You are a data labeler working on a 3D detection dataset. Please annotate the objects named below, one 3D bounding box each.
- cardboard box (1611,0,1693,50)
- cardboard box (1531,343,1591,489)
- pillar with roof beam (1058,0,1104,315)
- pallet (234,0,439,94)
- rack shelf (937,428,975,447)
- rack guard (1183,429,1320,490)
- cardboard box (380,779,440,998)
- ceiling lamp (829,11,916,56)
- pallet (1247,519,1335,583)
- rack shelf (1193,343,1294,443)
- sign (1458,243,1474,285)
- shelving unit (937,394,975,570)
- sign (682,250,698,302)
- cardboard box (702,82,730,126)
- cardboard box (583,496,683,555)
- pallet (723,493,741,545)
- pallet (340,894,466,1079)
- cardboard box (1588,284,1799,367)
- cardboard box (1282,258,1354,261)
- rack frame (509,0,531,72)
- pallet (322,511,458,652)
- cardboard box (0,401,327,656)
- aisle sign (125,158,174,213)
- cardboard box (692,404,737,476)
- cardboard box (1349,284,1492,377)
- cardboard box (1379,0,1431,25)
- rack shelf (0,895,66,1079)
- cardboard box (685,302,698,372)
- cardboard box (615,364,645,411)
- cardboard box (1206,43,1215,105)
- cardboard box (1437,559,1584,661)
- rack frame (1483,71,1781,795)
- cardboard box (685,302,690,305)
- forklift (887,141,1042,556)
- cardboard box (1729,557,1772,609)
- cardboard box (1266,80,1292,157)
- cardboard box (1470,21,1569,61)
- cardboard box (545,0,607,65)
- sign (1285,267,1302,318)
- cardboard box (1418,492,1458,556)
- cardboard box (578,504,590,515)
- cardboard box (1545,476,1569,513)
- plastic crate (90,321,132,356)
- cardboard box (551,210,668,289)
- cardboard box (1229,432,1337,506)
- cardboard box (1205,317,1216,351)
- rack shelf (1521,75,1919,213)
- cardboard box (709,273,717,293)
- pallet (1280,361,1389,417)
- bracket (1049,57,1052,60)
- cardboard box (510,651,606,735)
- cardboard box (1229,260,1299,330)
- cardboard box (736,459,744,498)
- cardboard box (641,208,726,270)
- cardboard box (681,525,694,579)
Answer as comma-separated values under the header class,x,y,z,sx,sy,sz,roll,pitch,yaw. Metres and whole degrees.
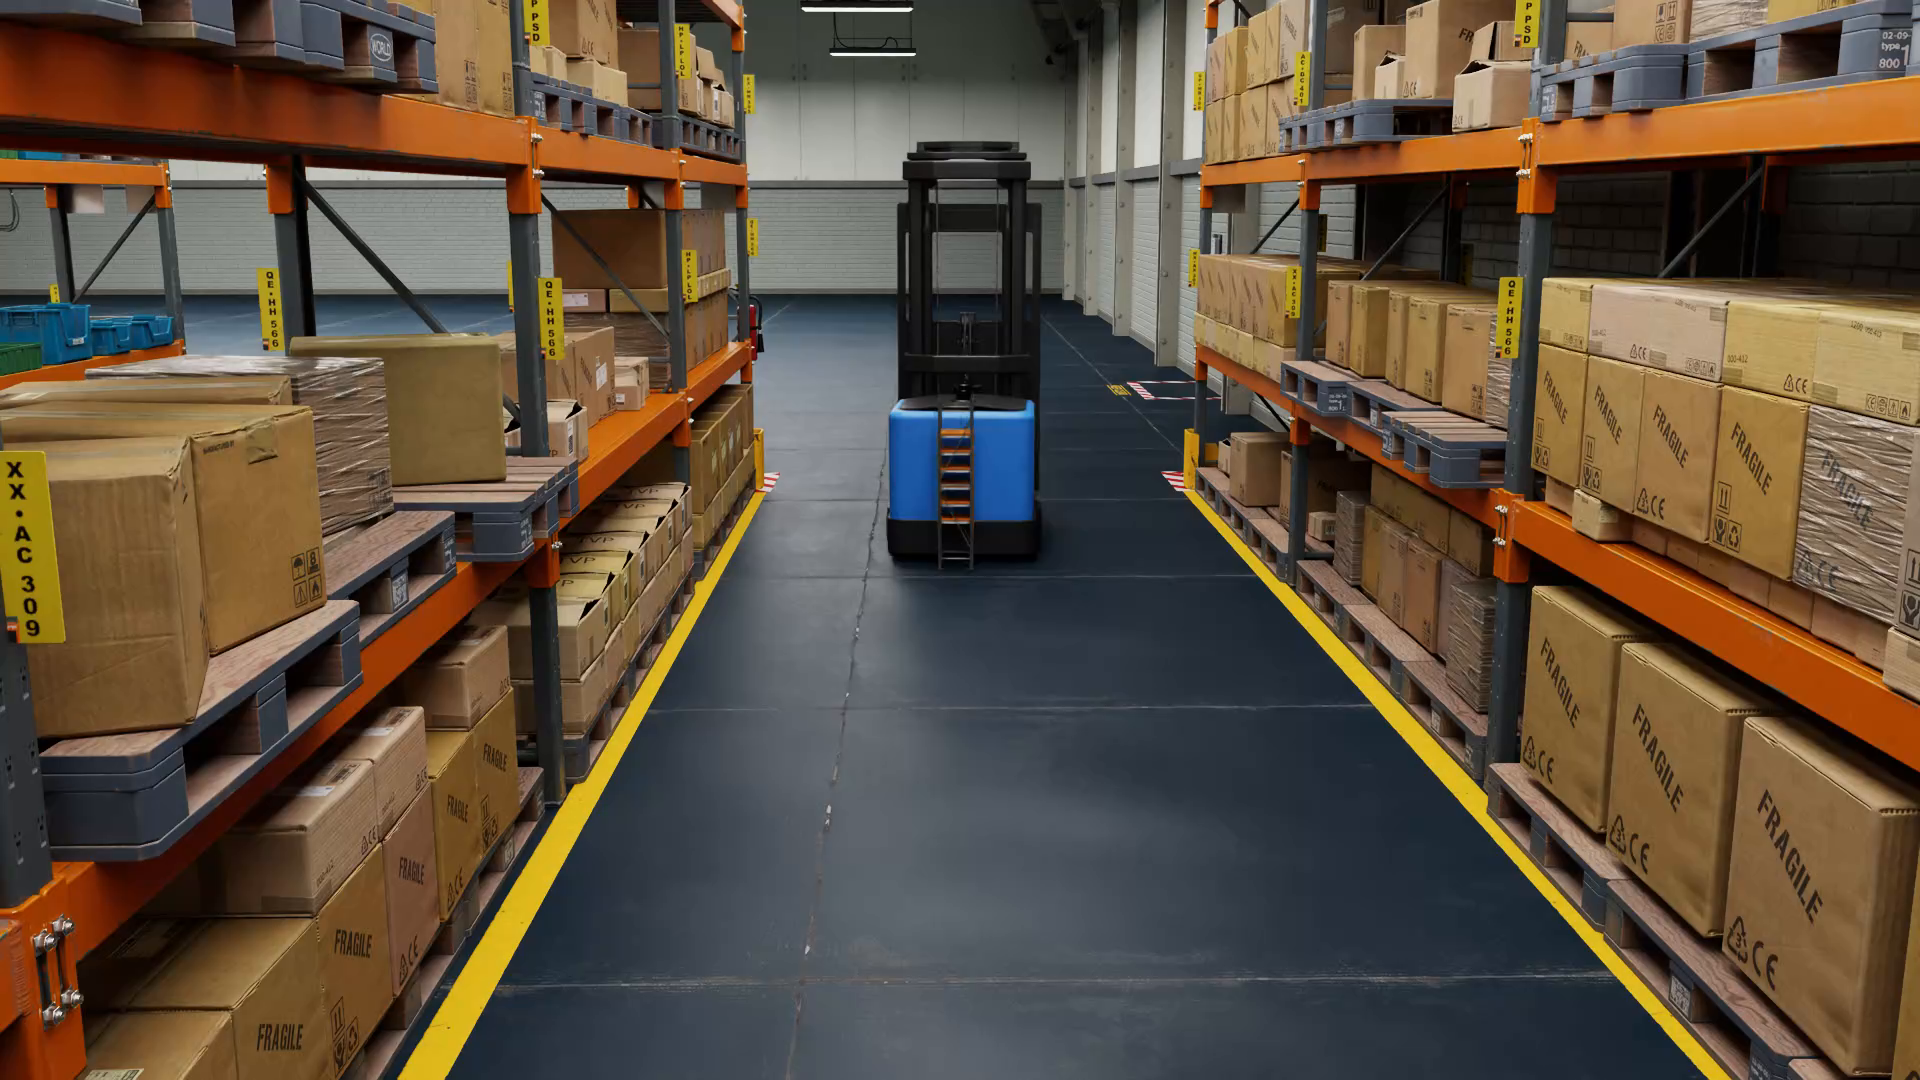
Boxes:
class,x,y,z,sx,sy,sz,roll,pitch,yaw
cardboard box,2.836,-2.015,6.045,0.700,0.500,0.500,-1,12,-6
cardboard box,2.523,-0.482,6.339,0.500,0.500,0.500,0,11,1
pillar with roof beam,-1.317,-9.523,36.864,9.100,9.000,0.548,0,11,-1
pallet,-2.069,-1.272,4.215,1.213,0.211,1.003,0,11,-1
rack shelf,-0.028,-0.704,11.407,0.258,0.103,0.180,0,14,1
rack guard,2.605,-0.725,14.874,1.175,0.500,0.348,0,11,-1
cardboard box,-1.902,1.048,5.030,0.500,0.500,0.500,-1,11,-3
ceiling lamp,-2.017,-12.805,38.363,2.000,3.185,0.800,0,11,-1
pallet,2.637,0.063,11.716,1.003,0.211,1.213,0,11,-1
rack shelf,2.645,-1.215,12.812,1.077,0.370,4.000,0,11,-1
sign,3.241,-1.740,10.681,0.100,0.325,0.005,0,11,-1
shelving unit,-0.028,-0.398,11.483,0.258,1.200,0.189,0,14,1
sign,-1.724,-1.682,10.590,0.100,0.325,0.005,0,11,-1
cardboard box,-2.050,-3.306,12.583,0.500,0.311,0.500,1,12,6
cardboard box,-1.954,-0.099,9.952,0.500,0.311,0.500,0,11,0
pallet,-2.269,-0.184,12.933,1.003,0.211,1.213,0,11,-1
pallet,-2.184,1.404,5.110,1.003,0.211,1.213,0,11,-1
cardboard box,2.532,-0.749,5.769,0.500,0.250,0.500,0,11,-2
cardboard box,2.841,-1.973,13.181,0.500,0.500,0.500,-1,11,-3
rack frame,-2.184,-3.294,6.161,1.000,3.000,0.127,0,11,-1
pallet,-2.139,0.127,4.871,1.003,0.211,1.213,0,11,-1
cardboard box,-1.965,-0.045,3.928,0.700,0.500,0.500,2,12,8
aisle sign,-7.006,-3.214,14.318,0.394,0.787,0.004,0,11,-1
cardboard box,-1.996,-0.766,12.764,0.500,0.500,0.500,0,11,-1
cardboard box,2.667,-1.222,9.680,0.700,0.500,0.500,1,12,5
cardboard box,2.962,-3.287,10.857,0.500,0.500,0.500,0,11,0
rack shelf,-2.060,1.192,0.950,1.077,0.370,4.000,0,11,-1
cardboard box,-2.306,-1.490,12.110,0.700,0.500,0.500,0,11,0
cardboard box,-2.065,-0.909,9.833,0.396,0.266,0.258,-1,11,-3
cardboard box,2.369,-3.906,13.908,0.500,0.500,0.500,-1,12,-5
cardboard box,2.807,0.389,8.278,0.700,0.500,0.500,0,11,-1
rack frame,2.769,-0.375,6.862,1.000,3.000,0.127,0,11,-1
cardboard box,-2.098,-1.723,11.625,0.380,0.149,0.250,0,11,-2
forklift,0.084,-1.568,12.914,1.130,2.935,3.031,1,11,3
cardboard box,2.587,0.110,5.055,0.380,0.149,0.250,0,11,-1
cardboard box,2.431,-2.899,11.456,0.500,0.500,0.500,-1,12,-6
cardboard box,2.835,-2.163,7.823,0.797,0.503,0.637,1,12,7
cardboard box,-2.258,-2.883,9.115,0.500,0.500,0.500,1,12,4
sign,2.144,-1.590,10.676,0.100,0.325,0.005,0,11,-1
cardboard box,2.737,-0.091,8.760,0.500,0.250,0.500,0,11,-1
cardboard box,-2.502,-0.099,9.952,0.500,0.311,0.500,0,11,-2
cardboard box,2.544,-0.195,6.557,0.380,0.149,0.250,0,11,-2
plastic crate,-6.984,-1.624,13.394,0.499,0.251,0.408,0,11,-1
cardboard box,-2.282,-1.922,10.973,0.700,0.500,0.500,0,11,-1
cardboard box,2.505,-0.558,12.947,0.700,0.500,0.500,-1,12,-5
cardboard box,2.321,-1.700,13.720,0.500,0.250,0.500,-1,11,-3
rack shelf,2.810,-1.095,4.675,1.077,0.370,4.000,0,11,-1
cardboard box,-2.130,-2.031,13.140,0.380,0.149,0.250,0,11,1
pallet,2.556,-0.923,10.048,1.003,0.211,1.213,0,11,-1
bracket,2.463,-12.932,44.615,0.076,0.066,3.189,0,11,-1
cardboard box,-1.901,0.683,7.508,0.500,0.250,0.500,0,11,-1
cardboard box,2.340,-1.869,12.668,0.500,0.500,0.500,0,11,1
cardboard box,-2.008,-0.498,13.329,0.500,0.250,0.500,0,11,-1
cardboard box,-2.351,-2.525,13.948,0.700,0.500,0.500,0,11,-1
cardboard box,-1.968,0.074,10.508,0.500,0.250,0.500,0,11,-2
